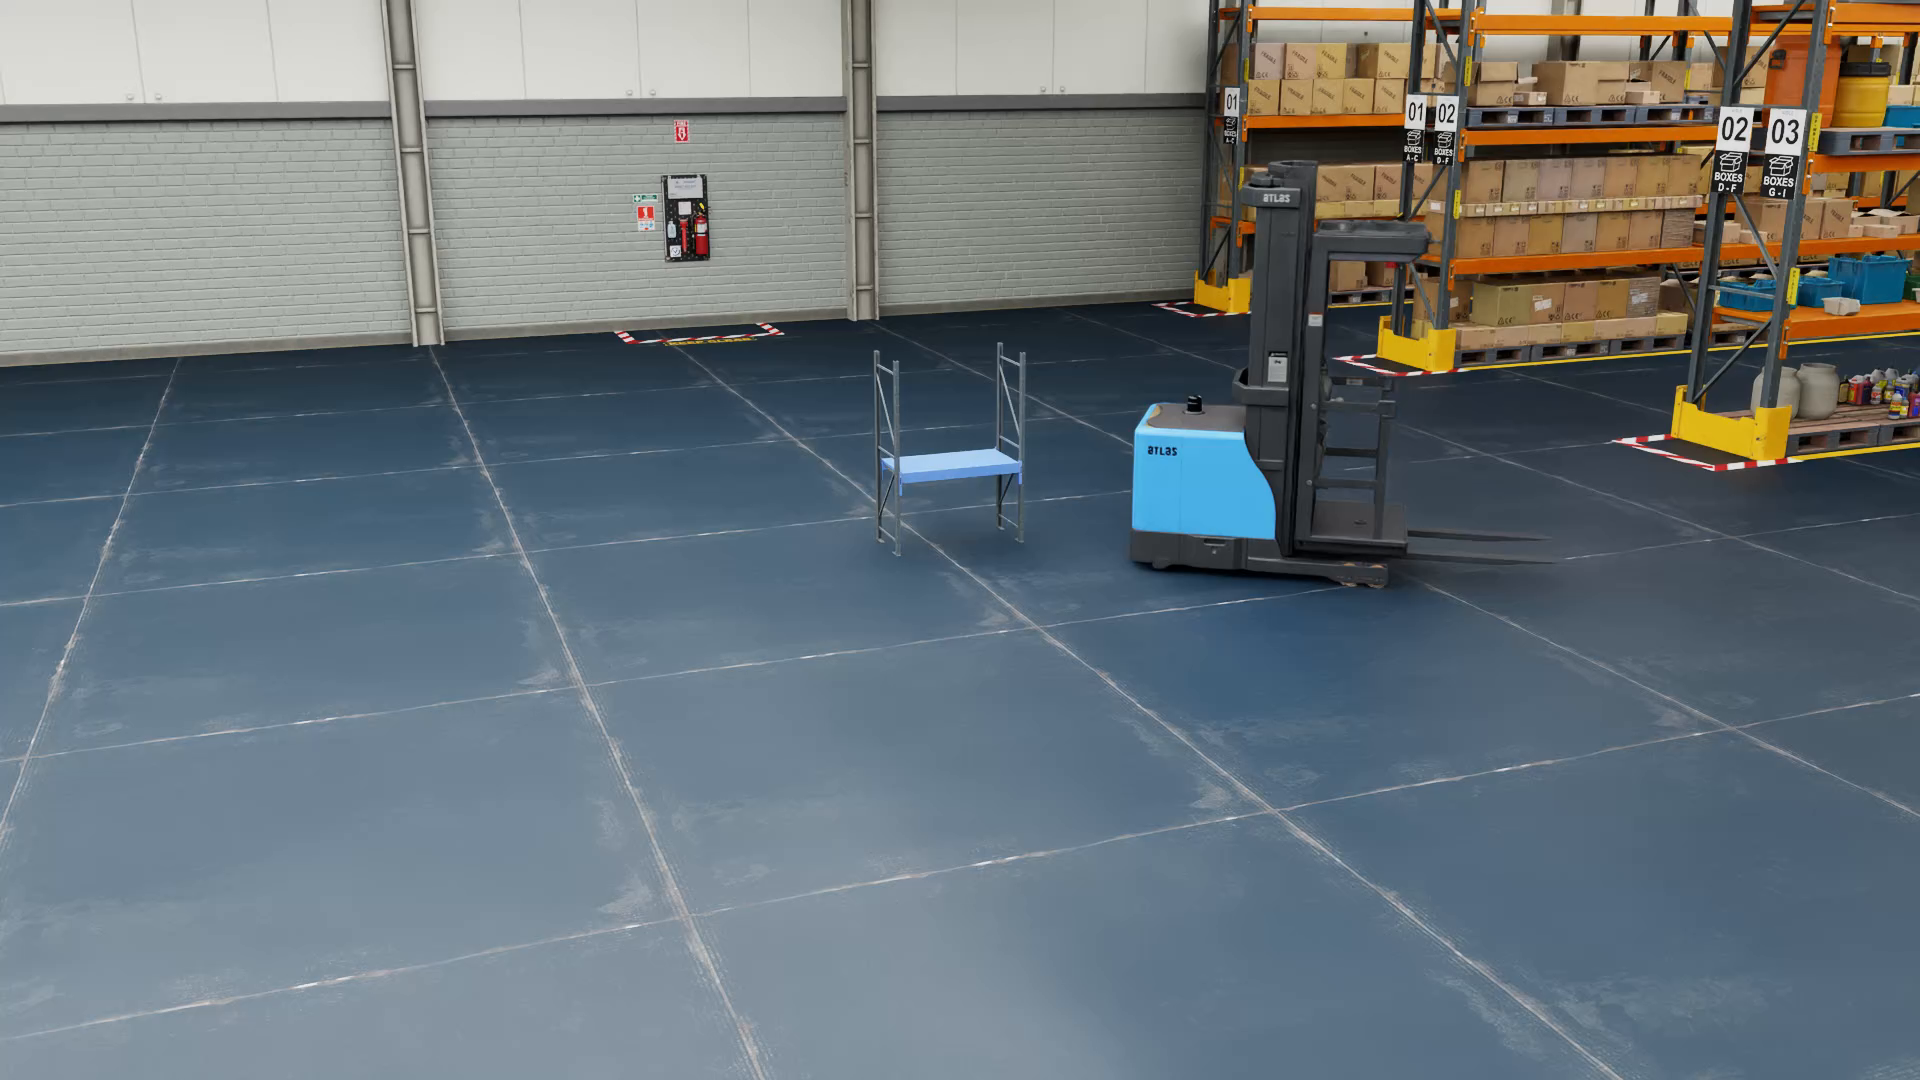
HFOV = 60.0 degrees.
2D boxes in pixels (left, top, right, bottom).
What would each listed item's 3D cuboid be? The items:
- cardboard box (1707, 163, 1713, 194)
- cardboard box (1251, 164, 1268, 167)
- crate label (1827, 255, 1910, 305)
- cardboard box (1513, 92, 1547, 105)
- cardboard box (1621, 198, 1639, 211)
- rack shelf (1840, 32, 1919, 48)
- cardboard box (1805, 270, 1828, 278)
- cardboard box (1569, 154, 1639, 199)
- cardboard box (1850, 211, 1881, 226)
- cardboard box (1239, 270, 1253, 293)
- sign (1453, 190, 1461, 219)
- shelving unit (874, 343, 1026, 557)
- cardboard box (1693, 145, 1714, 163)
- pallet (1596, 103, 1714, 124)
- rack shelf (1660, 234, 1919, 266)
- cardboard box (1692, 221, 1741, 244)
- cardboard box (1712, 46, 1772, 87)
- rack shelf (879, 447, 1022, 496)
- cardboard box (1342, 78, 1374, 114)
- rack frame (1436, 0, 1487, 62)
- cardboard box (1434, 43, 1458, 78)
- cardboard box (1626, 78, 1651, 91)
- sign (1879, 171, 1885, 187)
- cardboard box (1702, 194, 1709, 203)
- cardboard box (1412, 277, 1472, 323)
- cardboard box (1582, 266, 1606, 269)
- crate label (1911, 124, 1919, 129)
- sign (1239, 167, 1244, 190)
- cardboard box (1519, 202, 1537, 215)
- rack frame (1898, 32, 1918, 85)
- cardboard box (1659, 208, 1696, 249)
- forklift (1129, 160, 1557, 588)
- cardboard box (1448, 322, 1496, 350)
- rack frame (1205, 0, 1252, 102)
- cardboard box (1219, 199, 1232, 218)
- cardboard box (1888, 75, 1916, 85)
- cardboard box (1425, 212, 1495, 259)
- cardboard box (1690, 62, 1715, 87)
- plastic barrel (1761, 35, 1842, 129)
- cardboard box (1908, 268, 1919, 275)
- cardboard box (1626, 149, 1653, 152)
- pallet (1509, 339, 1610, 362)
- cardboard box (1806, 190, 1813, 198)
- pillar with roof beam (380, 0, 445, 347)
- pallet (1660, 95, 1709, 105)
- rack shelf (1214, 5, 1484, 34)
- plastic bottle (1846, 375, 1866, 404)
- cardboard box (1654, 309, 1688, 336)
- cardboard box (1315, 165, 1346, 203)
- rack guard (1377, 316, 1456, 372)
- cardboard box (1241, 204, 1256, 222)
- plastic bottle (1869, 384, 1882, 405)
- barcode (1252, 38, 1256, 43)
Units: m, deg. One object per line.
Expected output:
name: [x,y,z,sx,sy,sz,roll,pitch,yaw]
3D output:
cardboard box: [12.370,-5.974,27.377,0.500,0.500,0.500,-6,17,-18]
cardboard box: [4.700,-5.384,25.009,0.500,0.500,0.500,-6,17,-19]
crate label: [9.029,-2.602,16.573,0.616,0.435,0.502,-6,17,-20]
cardboard box: [6.800,-5.292,19.923,0.250,0.149,0.380,-6,17,-20]
cardboard box: [8.245,-4.209,20.778,0.250,0.149,0.380,-6,17,-20]
rack shelf: [16.935,-8.688,28.699,4.000,0.370,1.077,-6,17,-20]
cardboard box: [12.027,-3.559,23.035,0.500,0.311,0.500,-7,18,-21]
cardboard box: [8.022,-4.558,20.816,0.500,0.500,0.700,-6,17,-20]
cardboard box: [12.204,-4.357,22.769,0.500,0.311,0.500,-6,18,-21]
cardboard box: [4.540,-3.902,25.054,0.500,0.311,0.500,-8,18,-26]
sign: [5.831,-3.939,19.511,0.005,0.325,0.100,-6,17,-20]
shelving unit: [-0.080,-0.711,12.858,1.048,1.500,0.538,-6,17,-20]
cardboard box: [12.350,-6.334,27.273,0.500,0.250,0.500,-6,18,-21]
pallet: [8.586,-5.339,20.791,1.213,0.211,1.003,-6,17,-20]
rack shelf: [11.241,-3.892,22.305,4.000,0.370,1.077,-6,17,-20]
cardboard box: [9.817,-4.025,21.746,0.500,0.250,0.500,-5,17,-17]
cardboard box: [9.963,-6.016,21.127,0.500,0.500,0.500,-6,17,-19]
rack shelf: [-0.080,-0.538,12.908,1.000,0.185,0.538,-6,17,-20]
cardboard box: [5.754,-6.558,24.569,0.500,0.500,0.500,-5,17,-17]
rack frame: [7.597,-8.217,25.108,0.127,3.000,1.000,-6,17,-20]
cardboard box: [7.226,-7.193,24.958,0.500,0.500,0.500,-8,18,-25]
cardboard box: [8.304,-5.665,20.906,0.500,0.311,0.500,-7,18,-23]
sign: [12.905,-5.098,23.221,0.005,0.325,0.100,-6,17,-20]
cardboard box: [12.239,-5.631,27.359,0.250,0.149,0.380,-6,17,-18]
cardboard box: [6.032,-3.007,20.817,0.500,0.500,0.500,-6,17,-20]
cardboard box: [10.156,-4.646,27.251,0.500,0.500,0.700,-6,17,-20]
crate label: [9.273,-3.798,15.649,0.408,0.251,0.502,-6,17,-20]
sign: [4.056,-5.208,23.972,0.005,0.325,0.100,-6,17,-20]
cardboard box: [6.797,-4.051,20.242,0.250,0.149,0.380,-6,18,-21]
rack frame: [13.108,-7.317,22.045,0.127,3.000,1.000,-6,17,-20]
cardboard box: [8.961,-4.037,21.345,0.500,0.500,0.700,-7,18,-22]
forklift: [2.833,-1.224,12.066,3.031,2.935,1.130,4,17,13]
cardboard box: [6.218,-2.510,20.456,0.500,0.250,0.500,-6,17,-20]
rack frame: [3.862,-7.814,23.735,0.127,3.000,1.000,-6,17,-20]
cardboard box: [4.229,-4.971,24.933,0.500,0.250,0.500,-6,17,-19]
cardboard box: [15.807,-7.762,28.227,0.500,0.250,0.500,-6,17,-20]
cardboard box: [6.078,-3.724,20.278,0.500,0.500,0.700,-6,17,-20]
cardboard box: [12.240,-7.571,27.275,0.500,0.500,0.700,-7,18,-23]
plastic barrel: [7.815,-4.258,15.442,0.708,0.830,0.600,-6,17,-20]
cardboard box: [13.898,-3.607,23.712,0.500,0.500,0.500,-5,17,-18]
cardboard box: [11.021,-6.269,27.014,0.250,0.149,0.380,-9,18,-27]
pallet: [7.474,-2.504,21.252,1.213,0.211,1.003,-6,17,-20]
cardboard box: [14.142,-5.837,28.063,0.250,0.149,0.380,-6,17,-20]
pillar with roof beam: [-5.459,-5.769,16.773,0.400,9.000,9.100,-6,17,-20]
pallet: [11.914,-7.169,27.200,1.003,0.211,1.213,-5,17,-18]
rack shelf: [5.729,-7.669,24.524,4.000,0.370,1.077,-6,17,-20]
plastic bottle: [9.210,-1.552,17.111,0.135,0.276,0.152,-6,17,-20]
cardboard box: [9.018,-2.813,21.490,0.500,0.250,0.500,-6,17,-20]
cardboard box: [5.365,-5.299,24.720,0.500,0.500,0.500,-7,18,-22]
rack guard: [5.615,-2.430,20.487,0.348,0.500,1.175,-6,17,-20]
cardboard box: [4.431,-4.838,24.482,0.500,0.250,0.500,-7,18,-22]
plastic bottle: [9.402,-1.499,17.064,0.097,0.201,0.097,0,16,0]
barcode: [4.346,-7.393,24.610,0.075,0.075,0.001,-6,17,-20]
